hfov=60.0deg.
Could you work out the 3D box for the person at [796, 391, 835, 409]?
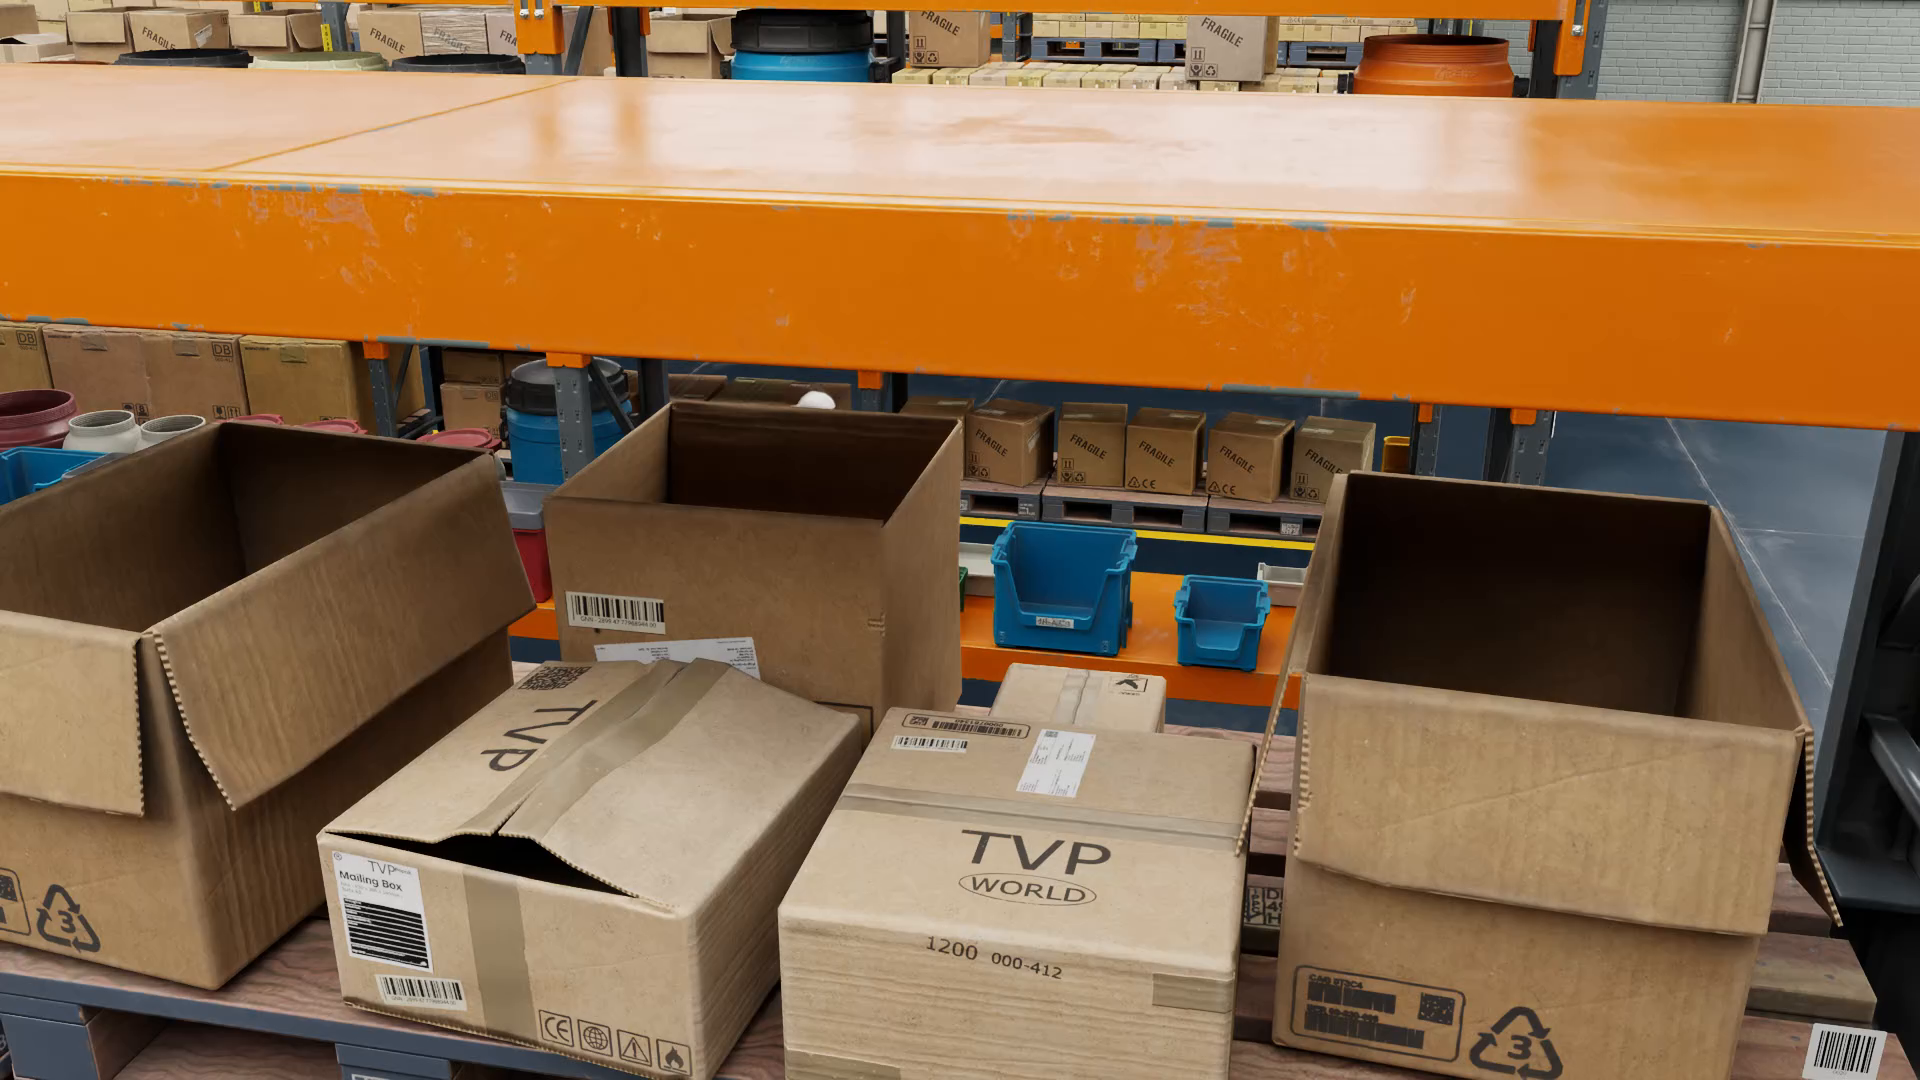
[{"bbox_3d":[-0.818,0.009,9.534,0.359,1.782,0.545,5,22,12],"label":"person"}]
